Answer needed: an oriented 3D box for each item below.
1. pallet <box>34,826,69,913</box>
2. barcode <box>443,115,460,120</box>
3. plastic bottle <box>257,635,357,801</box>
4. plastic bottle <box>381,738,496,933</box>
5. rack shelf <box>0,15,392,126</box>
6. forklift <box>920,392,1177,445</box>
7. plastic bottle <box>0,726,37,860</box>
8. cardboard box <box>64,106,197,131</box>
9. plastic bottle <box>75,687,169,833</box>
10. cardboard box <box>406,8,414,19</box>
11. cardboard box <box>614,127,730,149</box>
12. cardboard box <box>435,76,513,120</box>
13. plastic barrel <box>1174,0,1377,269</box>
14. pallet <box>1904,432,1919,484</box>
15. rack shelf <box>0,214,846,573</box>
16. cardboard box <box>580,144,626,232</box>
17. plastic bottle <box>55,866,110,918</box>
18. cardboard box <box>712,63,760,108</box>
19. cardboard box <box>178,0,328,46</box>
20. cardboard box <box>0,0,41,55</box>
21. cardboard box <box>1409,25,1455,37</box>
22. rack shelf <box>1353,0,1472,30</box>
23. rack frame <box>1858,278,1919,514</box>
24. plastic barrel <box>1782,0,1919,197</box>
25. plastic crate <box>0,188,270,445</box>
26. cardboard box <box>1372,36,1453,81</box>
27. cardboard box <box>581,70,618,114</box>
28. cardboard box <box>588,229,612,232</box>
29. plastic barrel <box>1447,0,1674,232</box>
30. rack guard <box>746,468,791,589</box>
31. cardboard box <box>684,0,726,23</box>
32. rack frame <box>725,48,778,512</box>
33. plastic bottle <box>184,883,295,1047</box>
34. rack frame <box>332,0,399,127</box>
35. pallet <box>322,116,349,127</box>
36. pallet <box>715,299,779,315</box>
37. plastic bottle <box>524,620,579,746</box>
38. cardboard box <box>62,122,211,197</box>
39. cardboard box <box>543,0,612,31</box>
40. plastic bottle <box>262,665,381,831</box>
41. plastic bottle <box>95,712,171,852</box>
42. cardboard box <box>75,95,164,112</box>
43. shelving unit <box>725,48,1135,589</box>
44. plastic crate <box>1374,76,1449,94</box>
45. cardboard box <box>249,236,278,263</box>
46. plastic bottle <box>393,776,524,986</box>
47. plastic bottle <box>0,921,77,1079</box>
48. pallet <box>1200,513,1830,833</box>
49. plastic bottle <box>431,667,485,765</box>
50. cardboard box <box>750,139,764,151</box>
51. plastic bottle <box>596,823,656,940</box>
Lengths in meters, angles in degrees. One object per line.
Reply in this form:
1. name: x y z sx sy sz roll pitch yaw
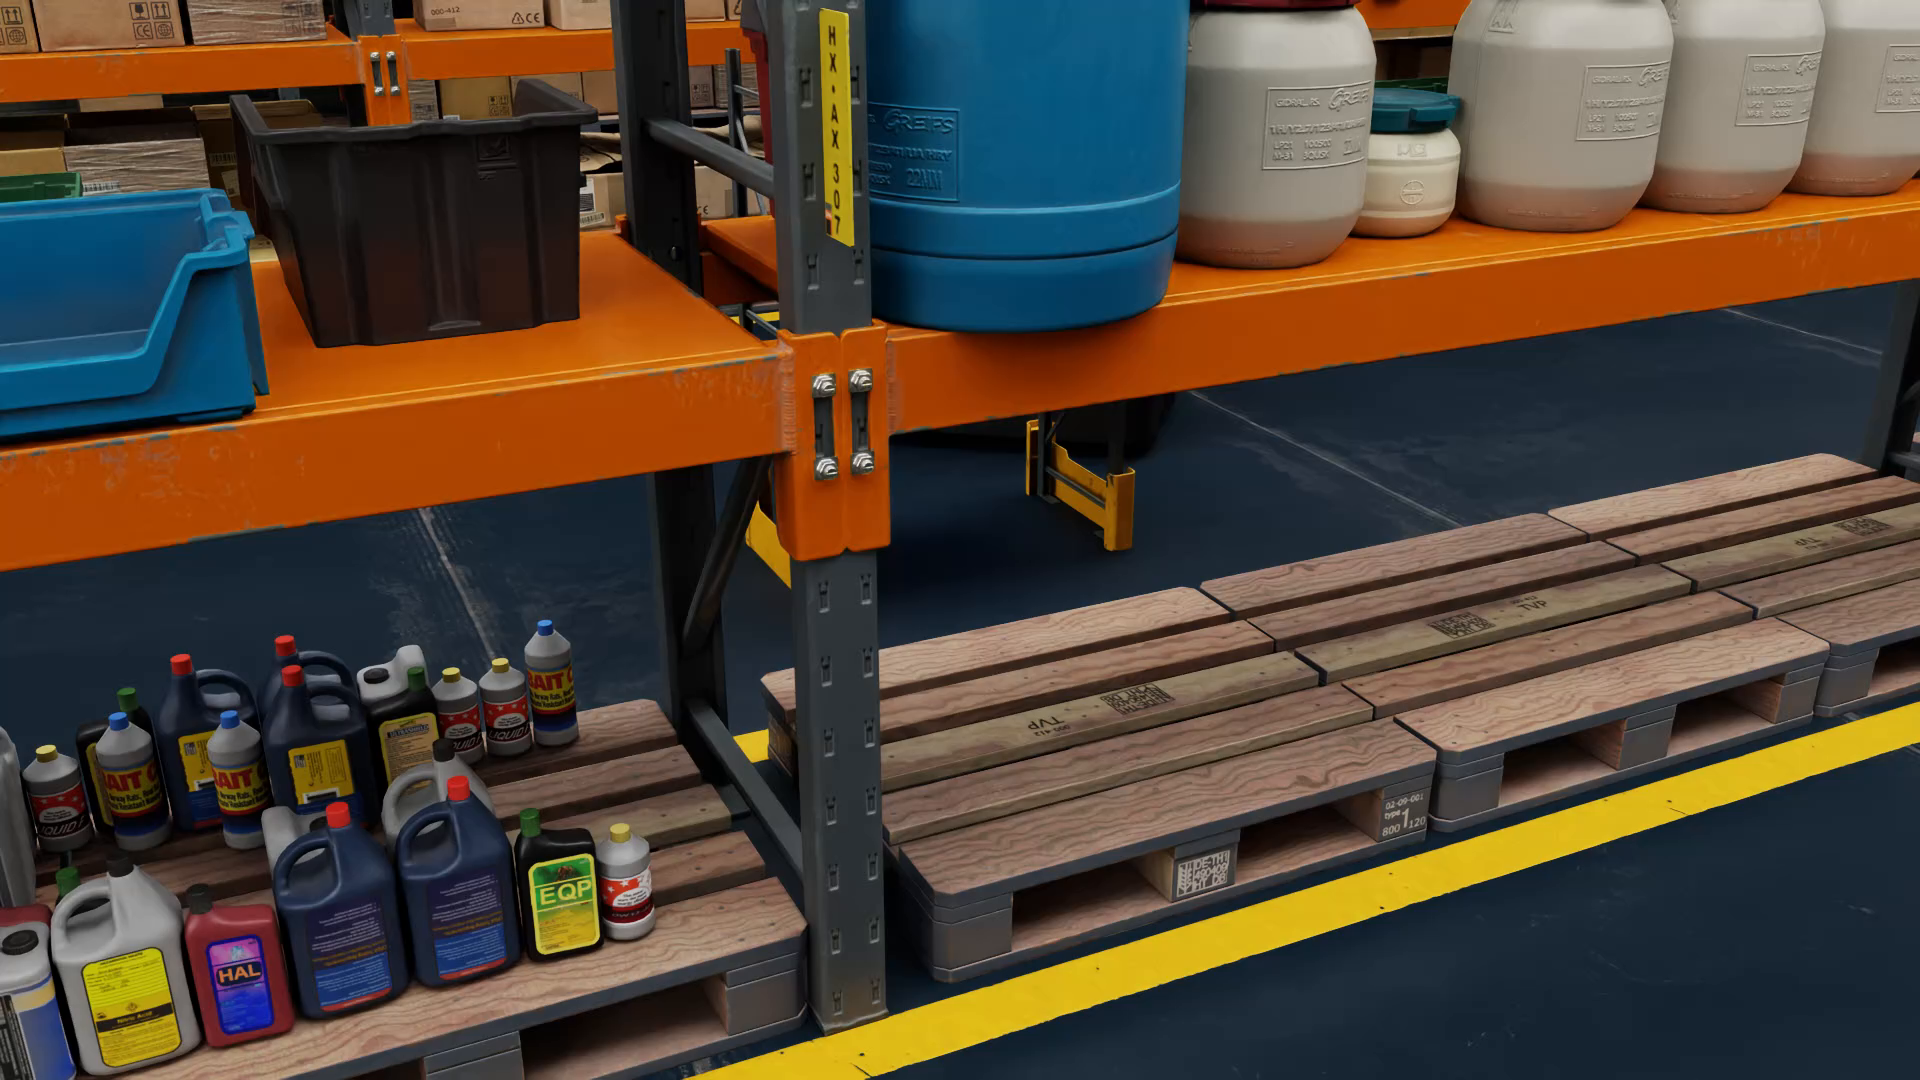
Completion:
1. pallet: -2.130 0.932 2.723 1.213 0.211 1.003 -10 25 -24
2. barcode: -2.141 -1.756 7.007 0.075 0.075 0.001 -10 25 -24
3. plastic bottle: -1.314 0.354 3.361 0.185 0.351 0.144 -10 24 -22
4. plastic bottle: -0.924 0.520 2.961 0.185 0.351 0.144 -10 25 -24
5. rack shelf: -4.353 -1.701 6.378 4.000 0.370 1.077 -10 25 -24
6. forklift: 0.459 -2.223 6.788 1.130 2.935 3.031 4 23 11
7. plastic bottle: -1.867 0.456 3.115 0.185 0.351 0.144 -11 25 -24
8. cardboard box: -3.552 -1.580 7.212 0.500 0.500 0.500 -10 25 -24
9. plastic bottle: -1.651 0.430 3.266 0.133 0.283 0.061 -9 24 -21
10. cardboard box: -3.652 -3.668 11.903 0.500 0.250 0.500 -11 25 -25
11. cardboard box: -1.394 -1.884 8.193 0.500 0.311 0.500 -11 25 -24
12. cardboard box: -3.603 -3.351 12.116 0.500 0.500 0.700 -11 25 -25
13. plastic barrel: 0.551 -0.803 3.091 0.433 0.535 0.433 0 22 0
14. pallet: 3.890 -0.178 5.403 1.213 0.211 1.003 -10 25 -24
15. rack shelf: -2.209 0.007 2.252 4.000 0.370 1.077 -10 25 -24
16. cardboard box: -1.618 -1.612 7.534 0.500 0.311 0.500 -11 25 -24
17. plastic bottle: -1.393 0.655 2.722 0.133 0.283 0.061 -10 25 -24
18. cardboard box: -1.725 -3.646 12.829 0.500 0.500 0.700 -10 25 -23
19. cardboard box: -2.948 -2.335 6.839 0.500 0.500 0.700 -11 25 -25
20. cardboard box: -3.875 -2.164 6.425 0.500 0.500 0.700 -10 25 -23
21. cardboard box: 4.141 -4.693 15.385 0.500 0.500 0.700 -10 24 -22
22. rack shelf: 2.855 -3.028 9.584 4.000 0.370 1.077 -10 25 -24
23. rack frame: 3.198 -1.321 4.519 0.127 3.000 1.000 -10 25 -24
24. plastic barrel: 1.984 -1.058 3.739 0.421 0.512 0.421 0 22 0
25. plastic crate: -1.286 -0.311 2.275 0.616 0.251 0.499 -10 25 -24
26. cardboard box: 2.763 -2.841 9.905 0.500 0.250 0.500 -11 25 -25
27. cardboard box: -2.675 -3.508 12.497 0.500 0.500 0.700 -11 25 -24
28. cardboard box: -1.619 -1.354 7.646 0.500 0.250 0.500 -10 24 -22
29. plastic barrel: 1.212 -0.925 3.385 0.433 0.535 0.433 0 22 0
30. rack guard: -0.517 -0.020 4.972 0.087 0.250 0.587 -10 25 -24
31. cardboard box: -1.378 -2.620 7.528 0.500 0.500 0.500 -9 24 -20
32. rack frame: -0.535 -0.595 4.725 0.032 1.500 0.500 -10 25 -24
33. plastic bottle: -1.163 0.674 2.677 0.133 0.283 0.061 -9 24 -20
34. rack frame: -2.551 -2.365 7.042 0.127 3.000 1.000 -10 25 -24
35. pallet: -4.002 -2.913 12.011 1.213 0.211 1.003 -10 25 -24
36. pallet: -0.804 -1.416 8.395 1.213 0.211 1.003 -10 25 -24
37. plastic bottle: -0.884 0.302 3.591 0.097 0.271 0.097 0 22 0
38. cardboard box: -3.330 -1.404 6.785 0.500 0.500 0.500 -10 25 -24
39. cardboard box: -1.664 -2.325 7.274 0.250 0.149 0.380 -10 25 -24
40. plastic bottle: -1.251 0.404 3.241 0.185 0.351 0.144 -10 25 -24
41. plastic bottle: -1.600 0.459 3.210 0.097 0.271 0.097 0 22 0
42. cardboard box: -5.621 -2.934 11.109 0.500 0.500 0.500 -12 26 -28
43. shelving unit: -0.069 -0.680 4.933 1.083 1.500 0.587 -10 25 -24
44. plastic crate: 1.040 -0.946 3.890 0.662 0.188 0.450 -10 25 -24
45. cardboard box: -2.874 -1.136 7.119 0.500 0.250 0.500 -10 25 -24
46. plastic bottle: -0.862 0.569 2.841 0.185 0.351 0.144 -11 25 -25
47. plastic bottle: -1.474 0.715 2.587 0.135 0.276 0.152 -10 24 -23
48. pallet: 1.385 0.284 4.289 1.213 0.211 1.003 -10 25 -24
49. plastic bottle: -1.067 0.368 3.523 0.097 0.201 0.097 0 22 0
50. cardboard box: -0.686 -1.786 7.955 0.500 0.311 0.500 -10 24 -22
51. plastic bottle: -0.598 0.600 2.962 0.097 0.201 0.097 0 22 0
